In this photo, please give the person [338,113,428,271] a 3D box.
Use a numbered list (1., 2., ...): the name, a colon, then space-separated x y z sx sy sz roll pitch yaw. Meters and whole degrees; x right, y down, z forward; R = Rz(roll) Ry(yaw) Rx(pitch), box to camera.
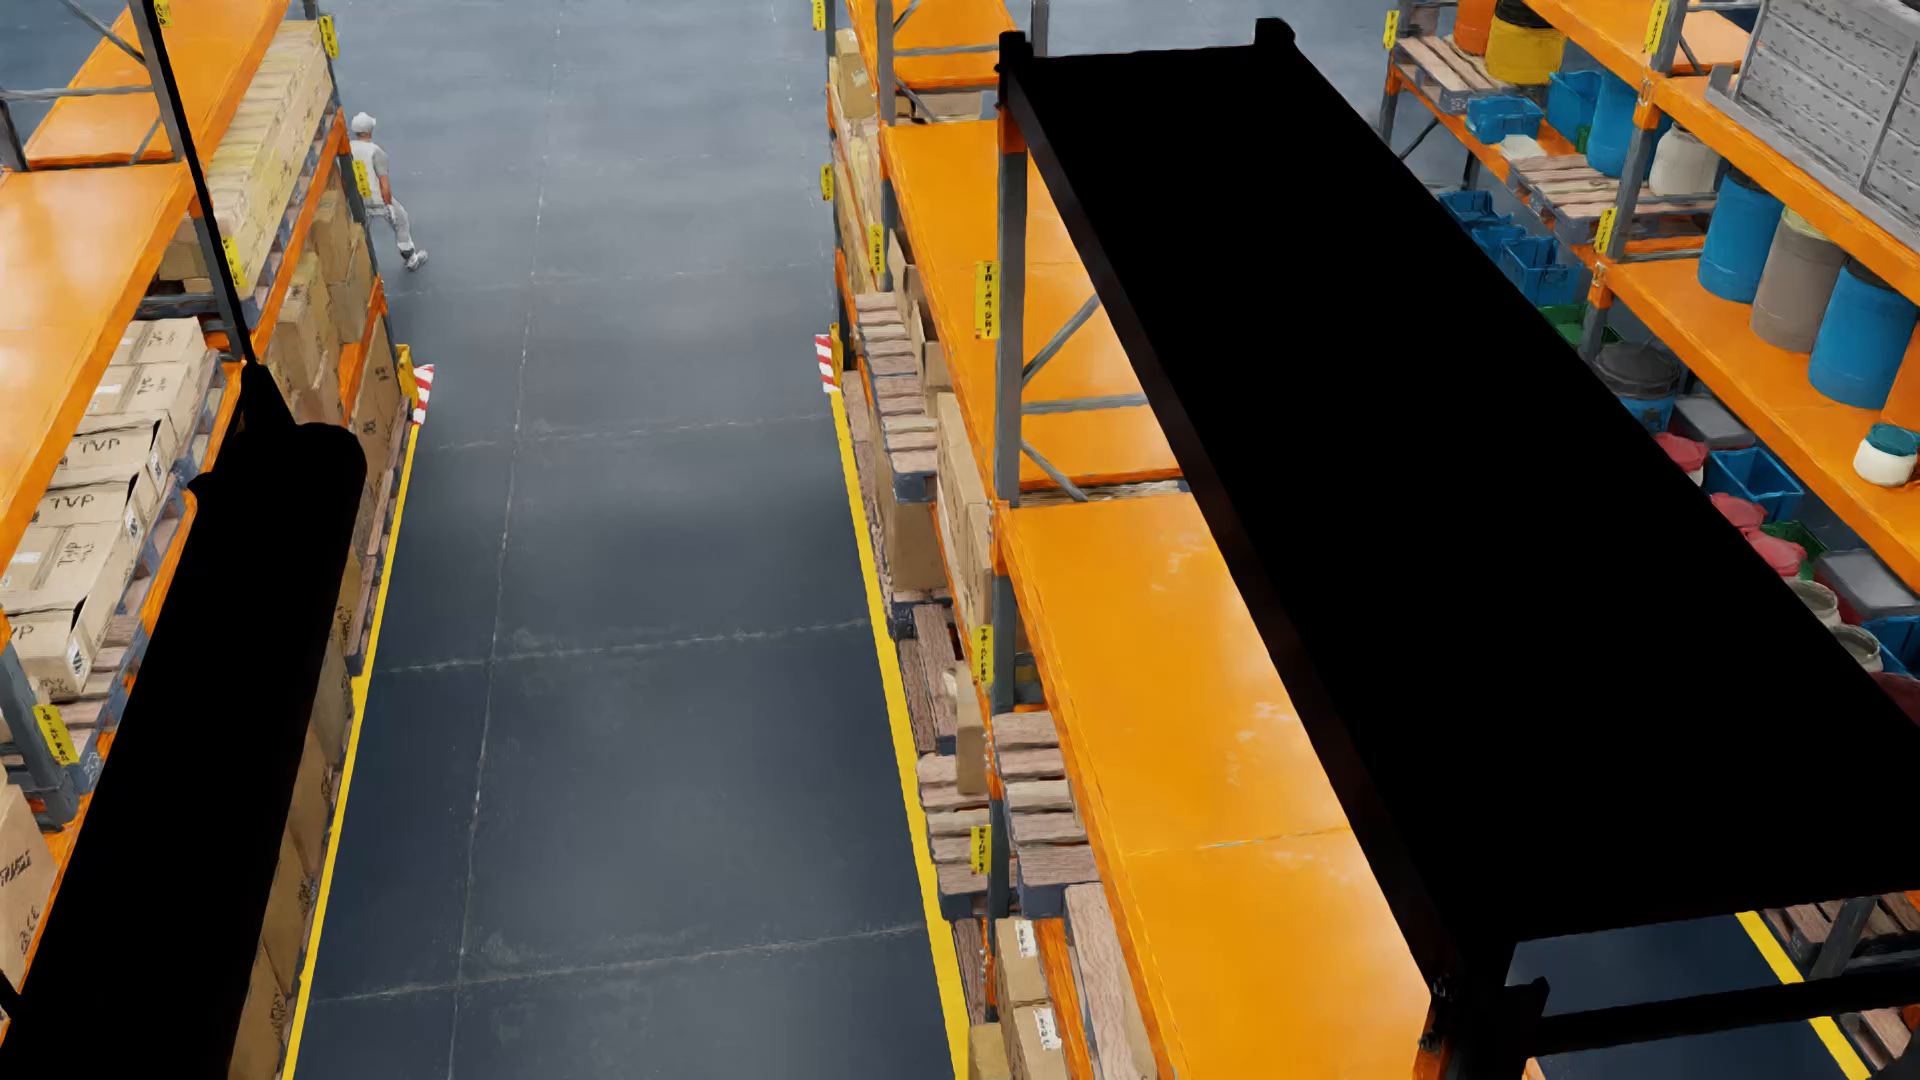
1. person: -5.881 -3.385 16.614 0.598 1.734 0.988 7 37 9
